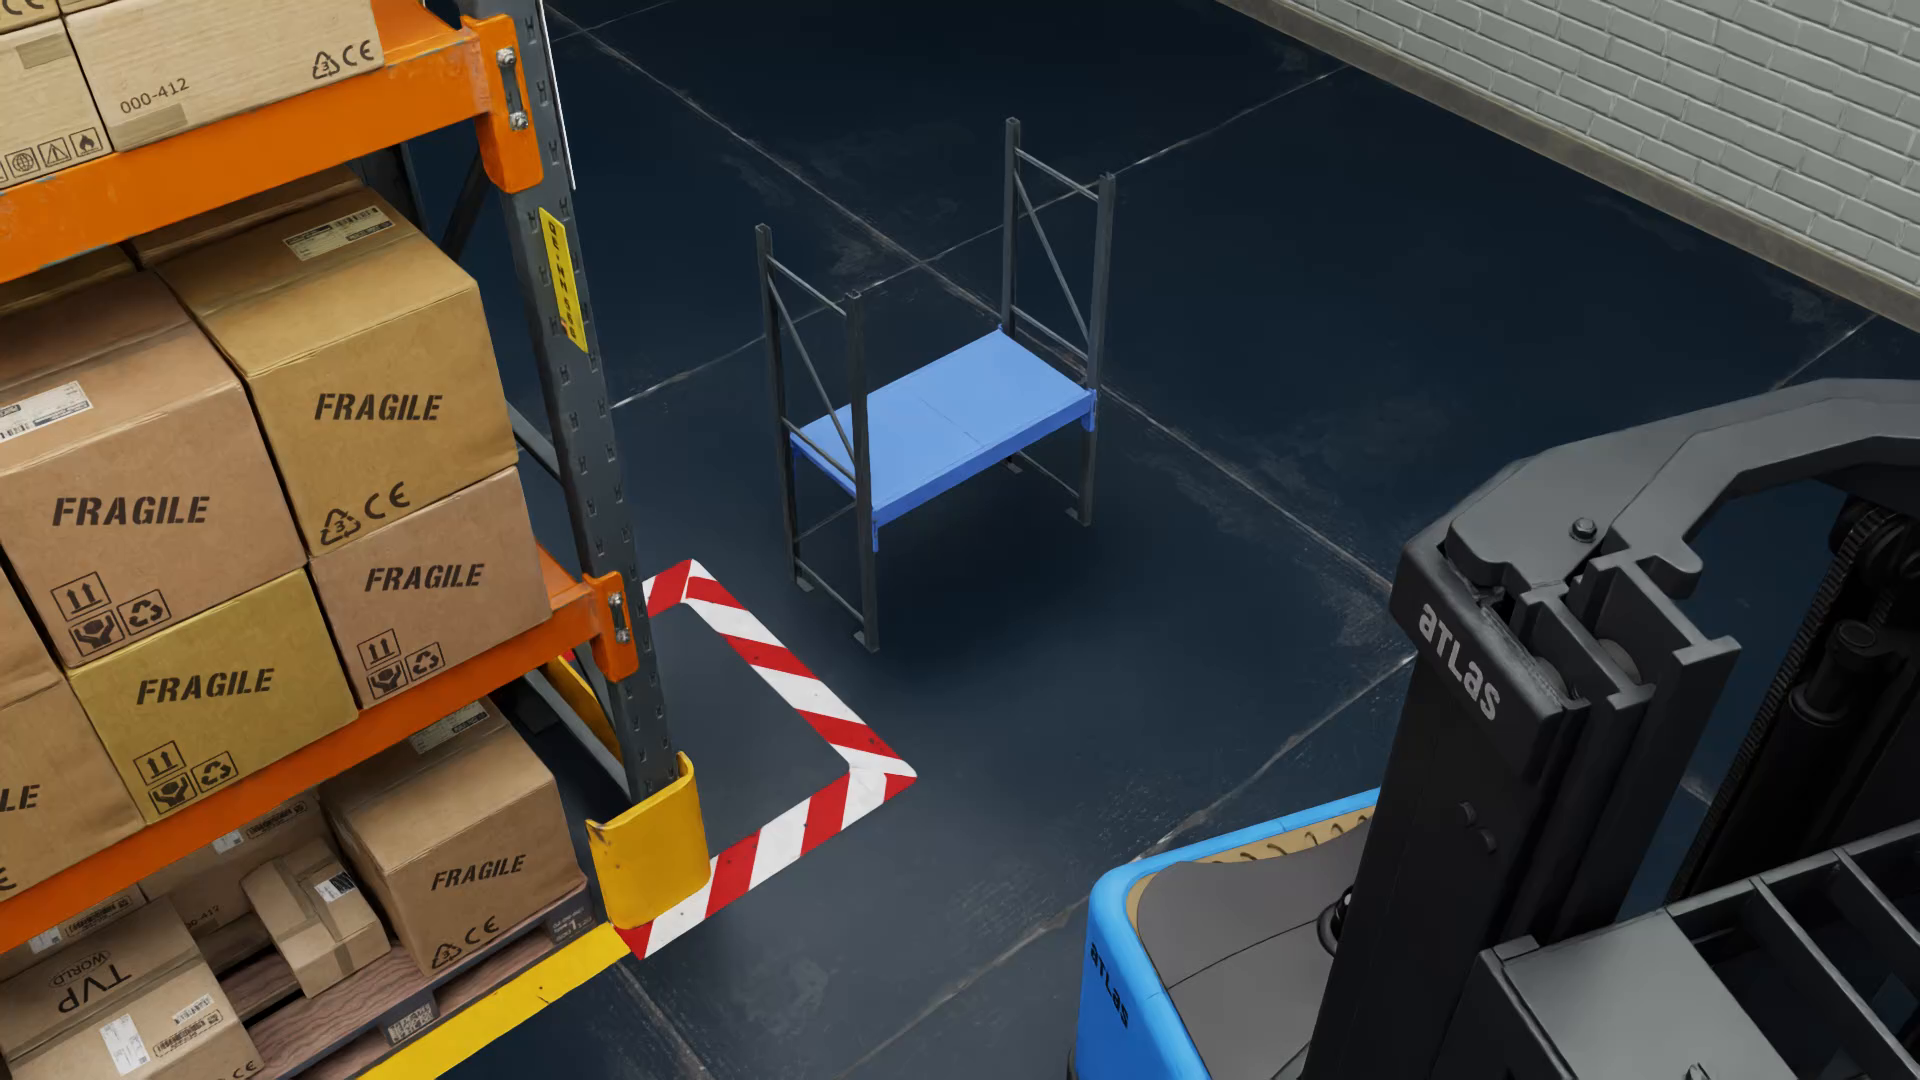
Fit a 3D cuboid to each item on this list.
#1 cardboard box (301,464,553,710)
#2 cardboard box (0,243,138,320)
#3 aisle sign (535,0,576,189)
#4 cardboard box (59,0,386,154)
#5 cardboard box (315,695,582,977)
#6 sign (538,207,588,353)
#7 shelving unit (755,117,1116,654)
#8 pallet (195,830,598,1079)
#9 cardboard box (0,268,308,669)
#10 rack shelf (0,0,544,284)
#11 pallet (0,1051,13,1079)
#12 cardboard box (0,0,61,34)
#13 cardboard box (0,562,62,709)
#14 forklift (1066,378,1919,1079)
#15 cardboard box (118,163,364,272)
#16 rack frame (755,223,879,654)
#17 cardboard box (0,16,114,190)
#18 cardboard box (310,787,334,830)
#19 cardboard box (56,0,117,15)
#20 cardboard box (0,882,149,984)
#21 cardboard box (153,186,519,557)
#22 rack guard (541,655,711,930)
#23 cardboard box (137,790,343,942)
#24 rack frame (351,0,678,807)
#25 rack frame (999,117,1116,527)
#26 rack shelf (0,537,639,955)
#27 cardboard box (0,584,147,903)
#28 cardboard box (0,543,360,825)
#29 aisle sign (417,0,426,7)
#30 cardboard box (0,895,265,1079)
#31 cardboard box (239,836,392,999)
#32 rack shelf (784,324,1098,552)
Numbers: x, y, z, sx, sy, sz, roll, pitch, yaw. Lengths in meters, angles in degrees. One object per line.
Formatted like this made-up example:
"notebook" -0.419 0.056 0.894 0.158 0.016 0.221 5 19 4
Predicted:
"cardboard box" -1.361 -0.015 4.001 0.500 0.500 0.500 -28 50 -27
"cardboard box" -2.097 -0.429 3.712 0.500 0.500 0.500 -29 51 -27
"aisle sign" -0.943 -1.135 3.368 0.004 0.787 0.394 -30 51 -28
"cardboard box" -1.417 -0.992 3.034 0.500 0.250 0.500 -30 51 -28
"cardboard box" -1.451 0.801 4.710 0.500 0.500 0.500 -30 51 -28
"sign" -0.851 -0.555 3.573 0.005 0.325 0.100 -30 51 -28
"shelving unit" -0.065 -0.509 5.697 1.048 1.500 0.538 -30 51 -28
"pallet" -1.861 1.083 4.943 1.213 0.211 1.003 -30 51 -28
"cardboard box" -1.744 -0.156 3.422 0.500 0.500 0.500 -28 50 -27
"rack shelf" -2.726 -0.271 2.681 4.000 0.370 1.077 -30 51 -28
"pallet" -2.796 1.616 4.376 1.213 0.211 1.003 -30 51 -28
"cardboard box" -1.806 -0.959 2.634 0.500 0.250 0.500 -30 51 -28
"cardboard box" -2.138 0.074 3.177 0.500 0.500 0.500 -28 50 -27
"forklift" 1.258 1.332 2.690 1.130 2.935 3.031 -14 45 -14
"cardboard box" -1.701 -0.662 3.961 0.500 0.500 0.500 -28 50 -27
"rack frame" -0.455 -0.286 5.459 0.032 1.500 0.500 -30 51 -28
"cardboard box" -1.807 -0.779 2.806 0.500 0.250 0.500 -30 51 -28
"cardboard box" -1.925 0.668 5.096 0.250 0.166 0.380 -30 51 -28
"cardboard box" -1.422 -1.179 2.868 0.500 0.250 0.500 -30 51 -28
"cardboard box" -2.558 1.053 4.625 0.500 0.250 0.500 -30 51 -28
"cardboard box" -1.357 -0.379 3.659 0.500 0.500 0.500 -30 51 -28
"rack guard" -1.250 0.627 5.217 0.348 0.500 1.175 -30 51 -28
"cardboard box" -2.174 0.834 4.858 0.500 0.250 0.500 -30 51 -28
"rack frame" -1.192 -0.318 4.397 0.127 3.000 1.000 -30 51 -28
"rack frame" 0.325 -0.732 5.934 0.032 1.500 0.500 -30 51 -28
"rack shelf" -2.726 0.823 3.708 4.000 0.370 1.077 -30 51 -28
"cardboard box" -2.143 0.431 3.527 0.500 0.500 0.500 -29 51 -28
"cardboard box" -1.756 0.215 3.757 0.500 0.500 0.500 -29 51 -28
"aisle sign" -1.328 -1.450 3.703 0.004 0.787 0.394 -30 51 -28
"cardboard box" -2.199 1.294 4.368 0.500 0.250 0.500 -30 51 -28
"cardboard box" -1.819 1.053 4.686 0.250 0.166 0.380 -30 51 -28
"rack shelf" -0.065 -0.378 5.820 1.000 0.185 0.538 -30 51 -28
